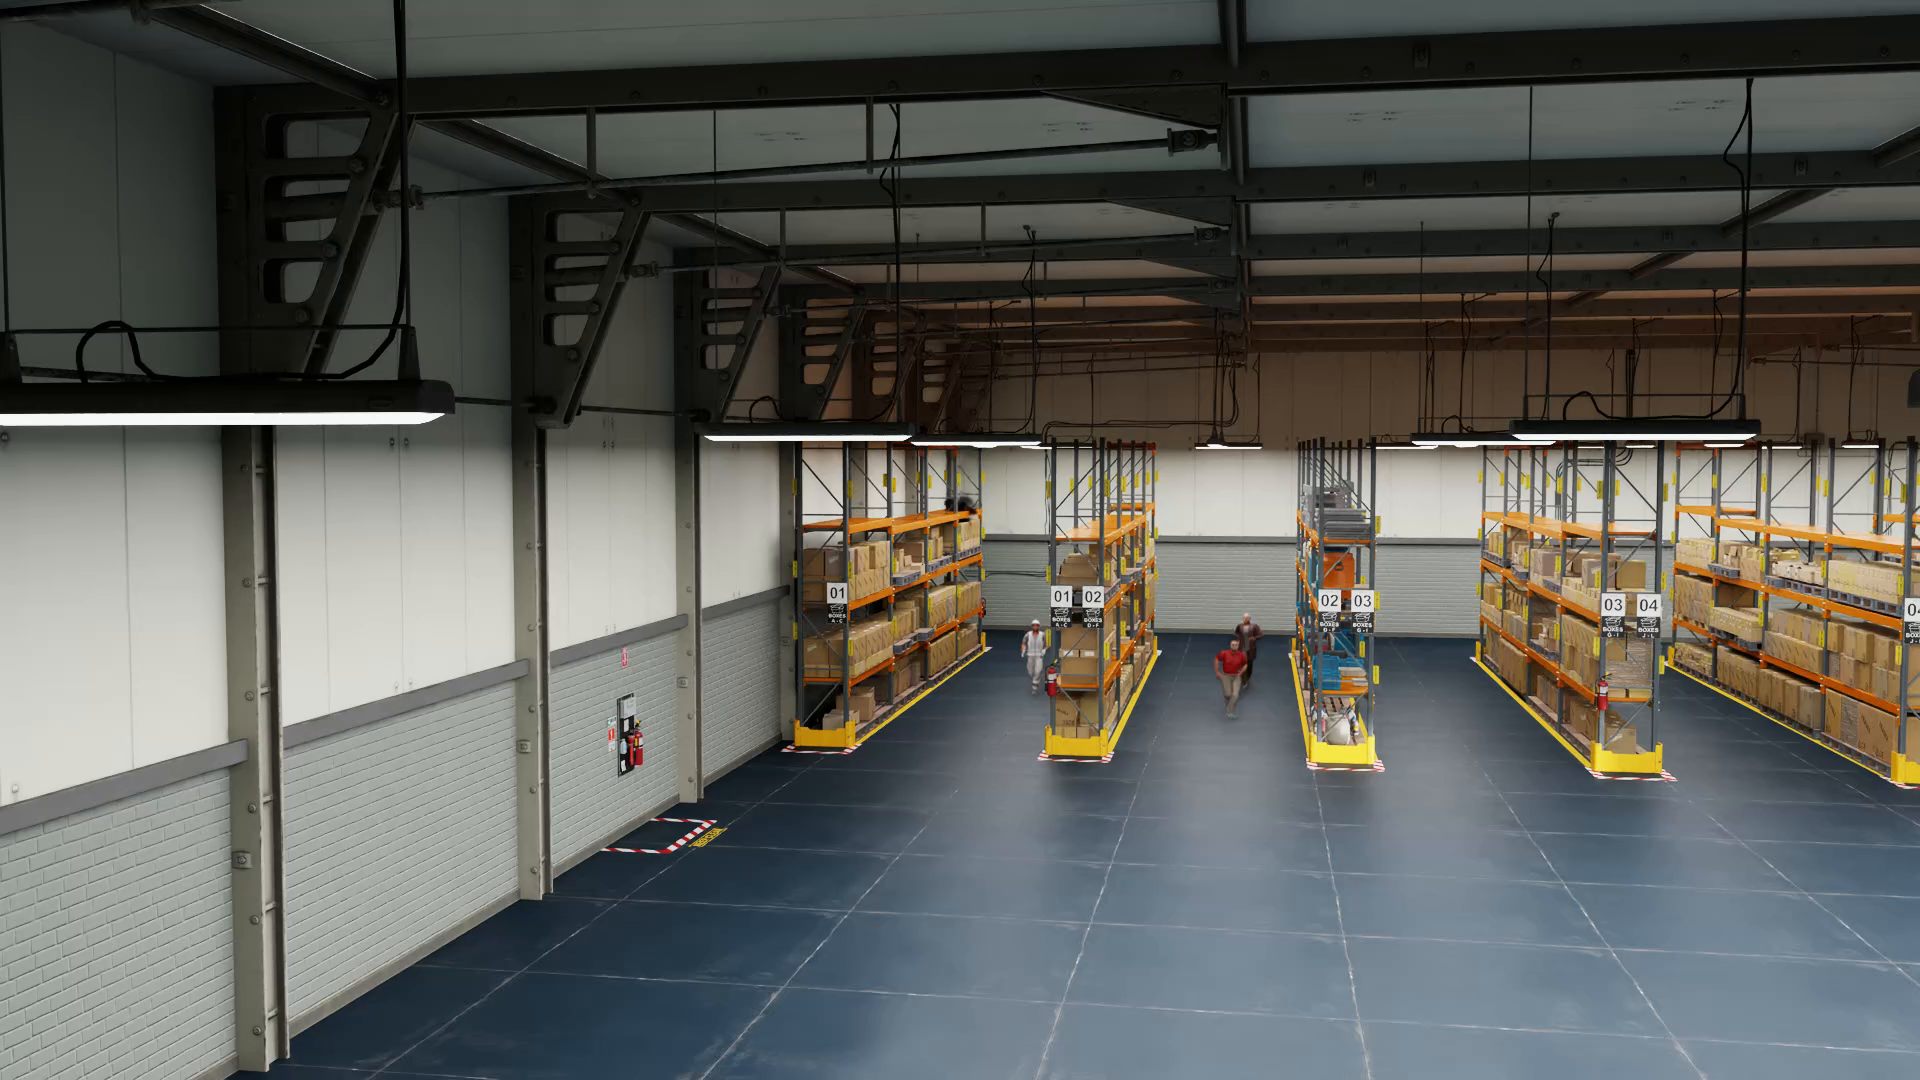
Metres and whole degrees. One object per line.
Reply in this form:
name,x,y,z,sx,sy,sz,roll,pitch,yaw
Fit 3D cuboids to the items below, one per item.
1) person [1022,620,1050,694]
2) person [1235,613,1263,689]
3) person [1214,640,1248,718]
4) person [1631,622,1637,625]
person,1.808,2.774,39.556,0.670,1.752,0.611,0,3,6
person,7.027,2.686,40.537,0.686,1.803,0.977,1,3,13
person,5.868,3.001,35.977,0.702,1.686,0.705,0,3,0
person,18.601,2.476,45.633,0.814,1.664,0.674,-2,4,-37
